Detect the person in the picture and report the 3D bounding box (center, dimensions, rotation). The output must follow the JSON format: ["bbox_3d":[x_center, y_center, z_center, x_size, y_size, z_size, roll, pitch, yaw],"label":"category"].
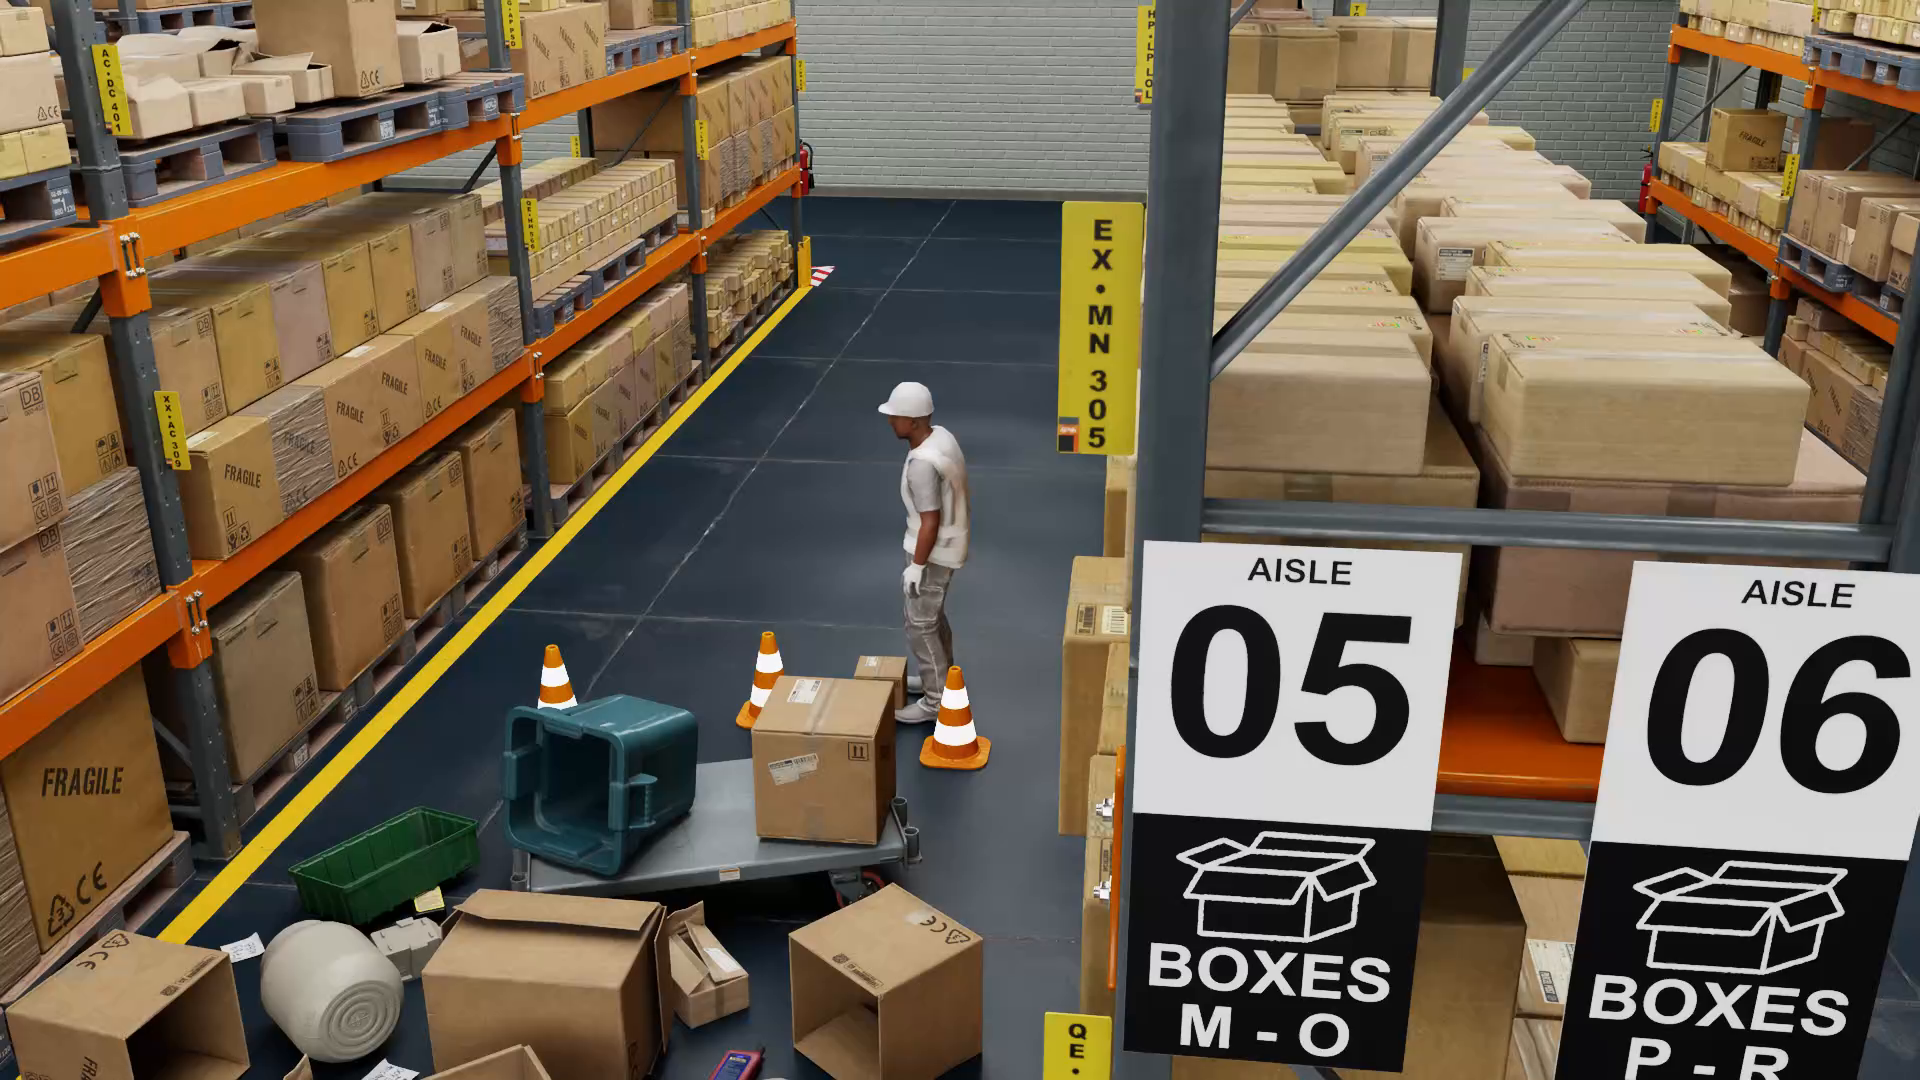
[{"bbox_3d":[-0.173,0.056,8.420,0.448,1.774,0.617,2,21,5],"label":"person"}]
